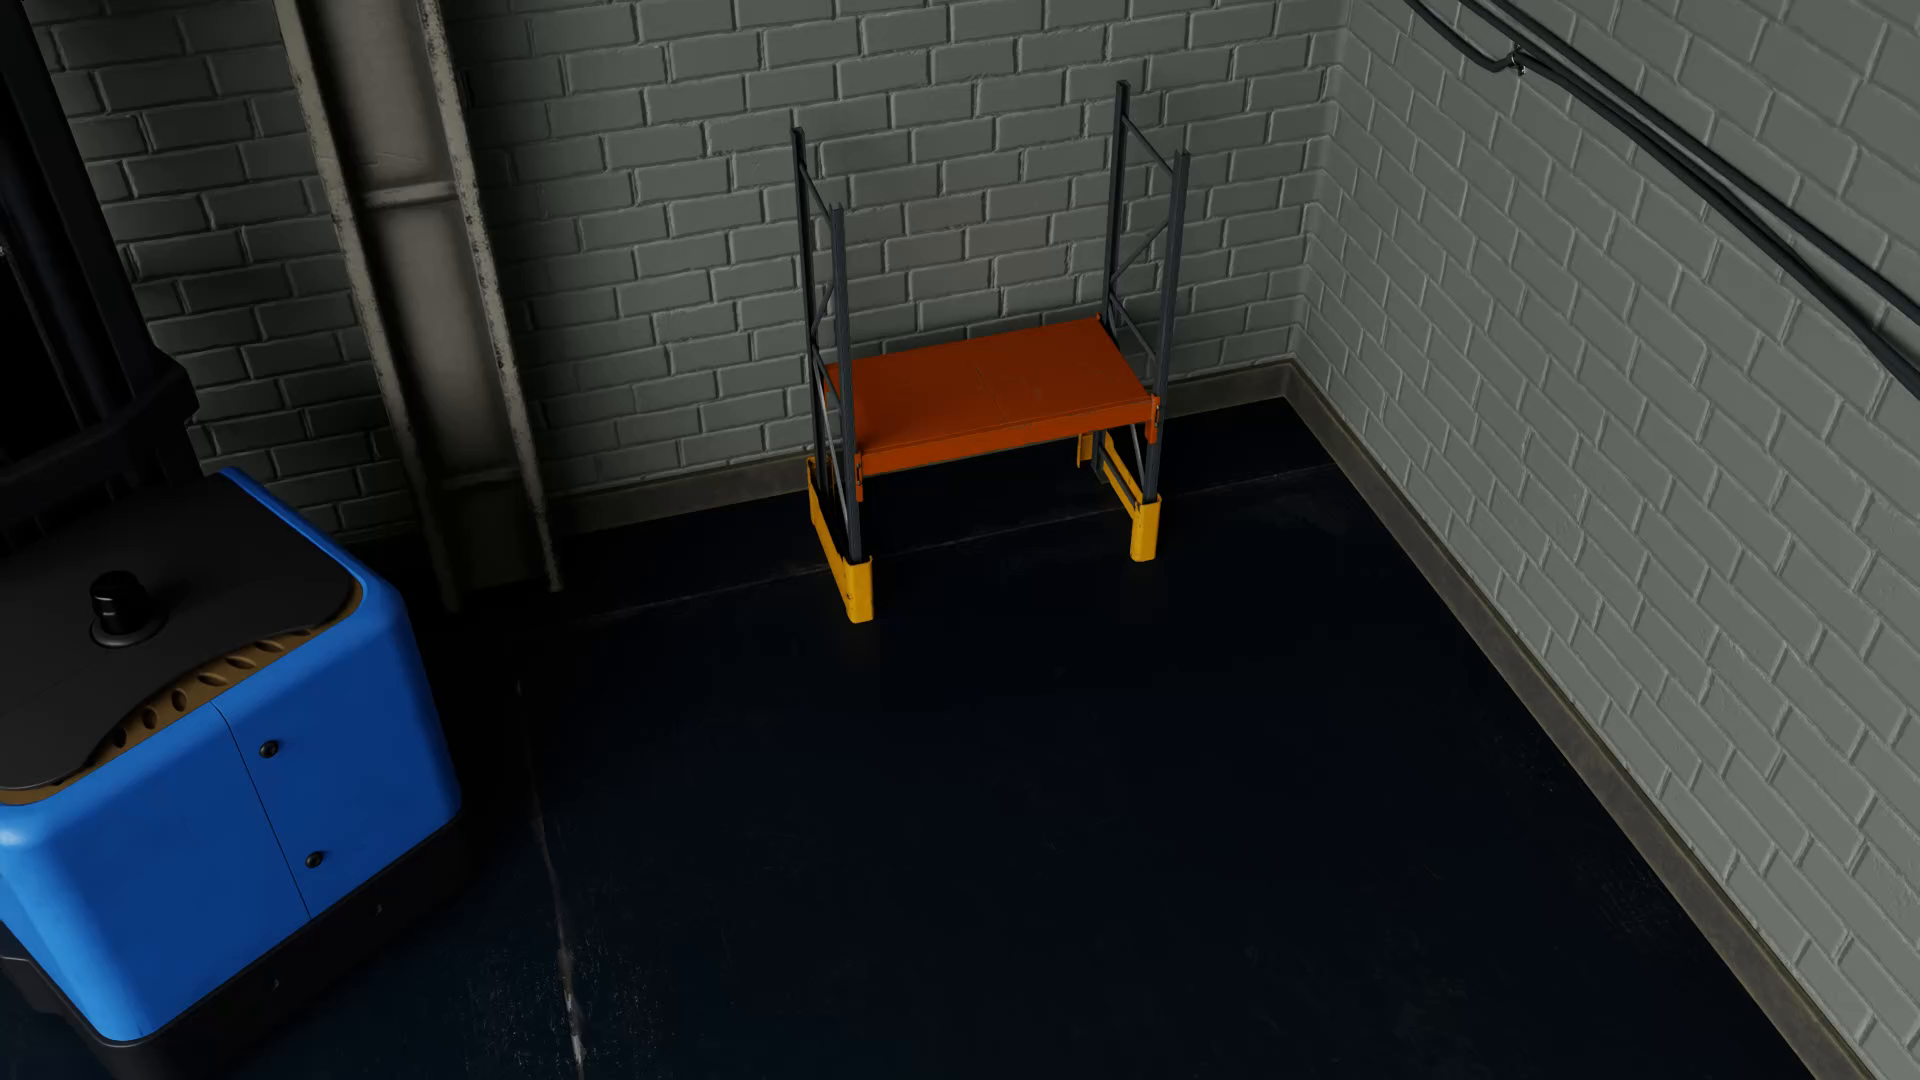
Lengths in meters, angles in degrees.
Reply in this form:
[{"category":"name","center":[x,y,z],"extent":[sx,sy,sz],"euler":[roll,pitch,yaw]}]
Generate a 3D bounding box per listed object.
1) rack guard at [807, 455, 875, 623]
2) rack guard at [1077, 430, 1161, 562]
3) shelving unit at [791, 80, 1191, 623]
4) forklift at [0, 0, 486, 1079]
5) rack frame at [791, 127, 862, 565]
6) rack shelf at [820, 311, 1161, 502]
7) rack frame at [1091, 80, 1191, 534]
[{"category":"rack guard","center":[-0.402,-0.011,5.572],"extent":[0.087,0.250,0.587],"euler":[-12,42,-13]},{"category":"rack guard","center":[0.548,-0.208,5.798],"extent":[0.087,0.250,0.587],"euler":[-12,42,-13]},{"category":"shelving unit","center":[0.073,-0.580,5.274],"extent":[1.083,1.500,0.587],"euler":[-12,42,-13]},{"category":"forklift","center":[-2.766,-0.561,4.164],"extent":[3.031,2.935,1.130],"euler":[30,49,30]},{"category":"rack frame","center":[-0.404,-0.481,5.161],"extent":[0.032,1.500,0.500],"euler":[-12,42,-13]},{"category":"rack shelf","center":[0.081,-0.446,5.394],"extent":[1.000,0.185,0.538],"euler":[-12,42,-13]},{"category":"rack frame","center":[0.566,-0.682,5.391],"extent":[0.032,1.500,0.500],"euler":[-12,42,-13]}]
